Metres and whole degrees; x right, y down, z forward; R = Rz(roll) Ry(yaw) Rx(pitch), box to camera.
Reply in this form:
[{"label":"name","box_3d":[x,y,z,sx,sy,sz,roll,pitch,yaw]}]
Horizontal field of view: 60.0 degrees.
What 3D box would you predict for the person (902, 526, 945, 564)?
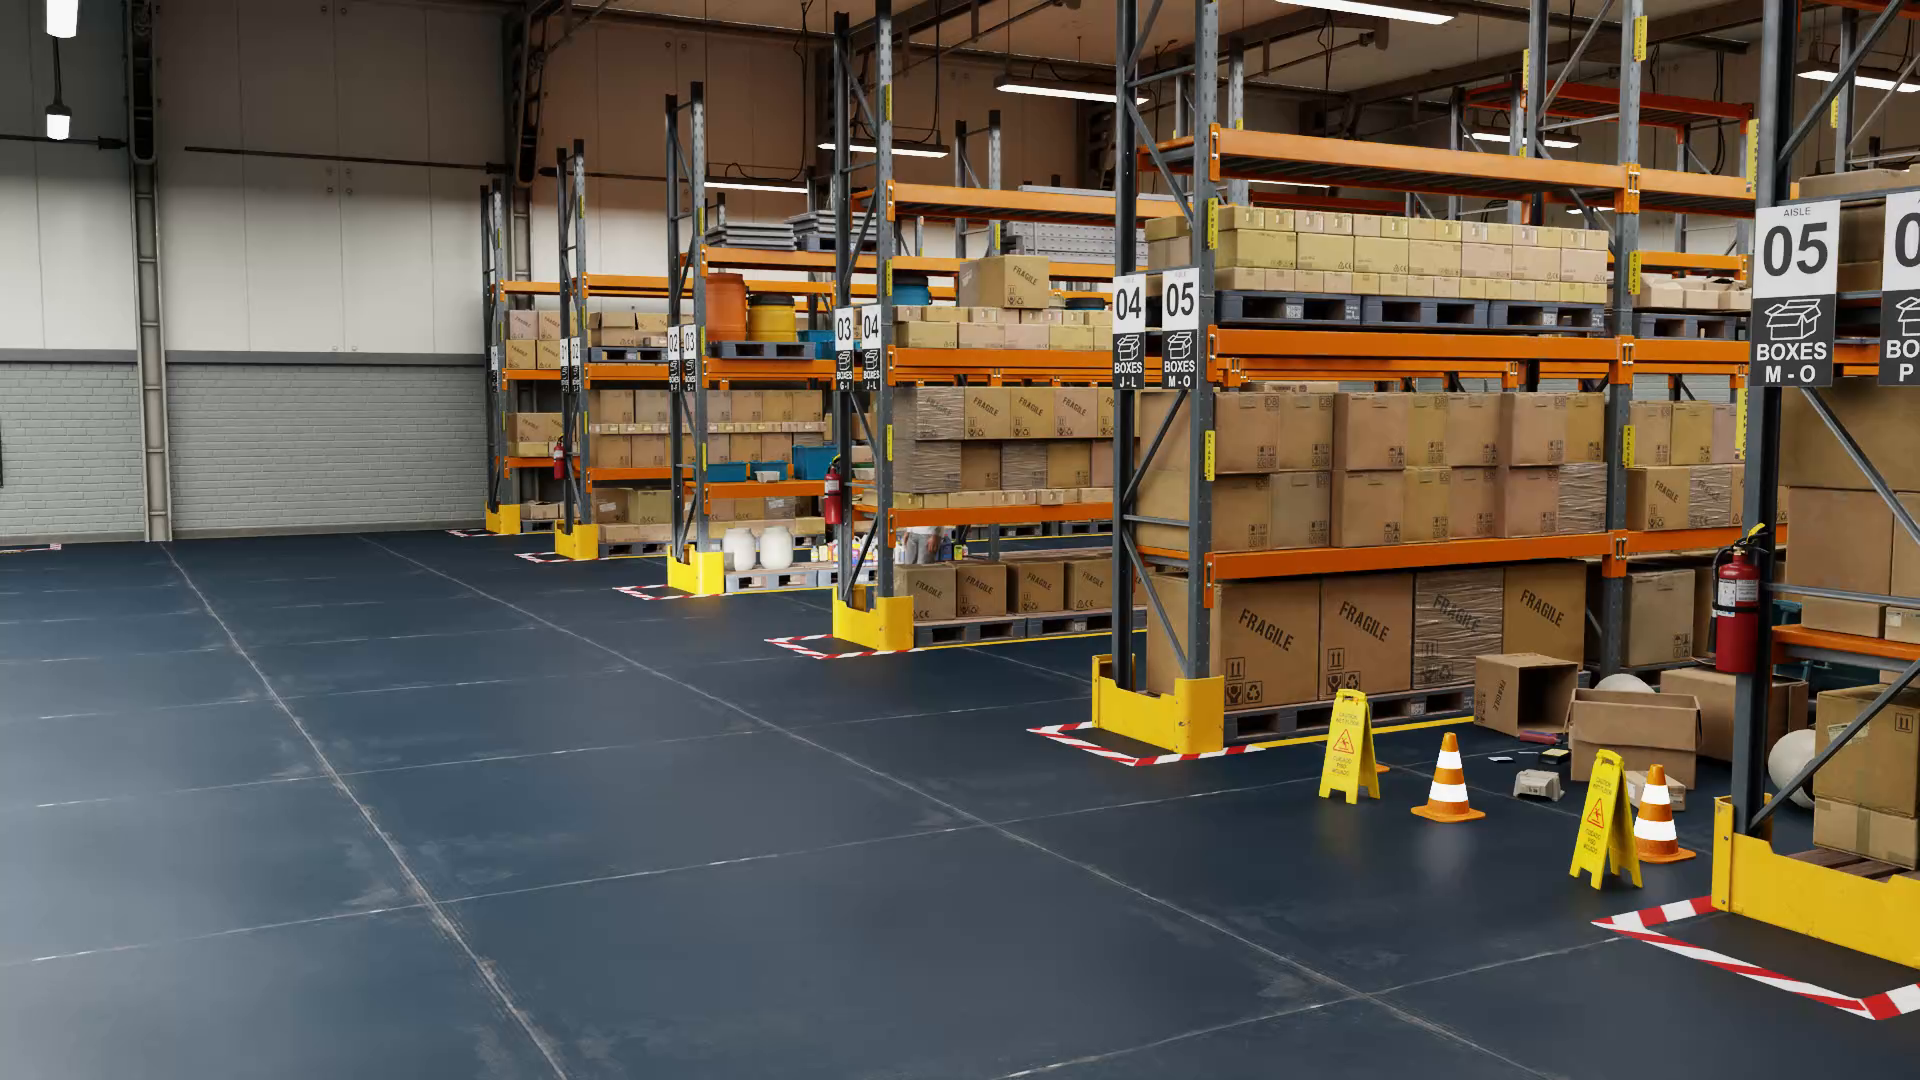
[{"label":"person","box_3d":[-0.406,-0.046,17.615,0.464,1.771,0.593,-3,6,-34]}]
